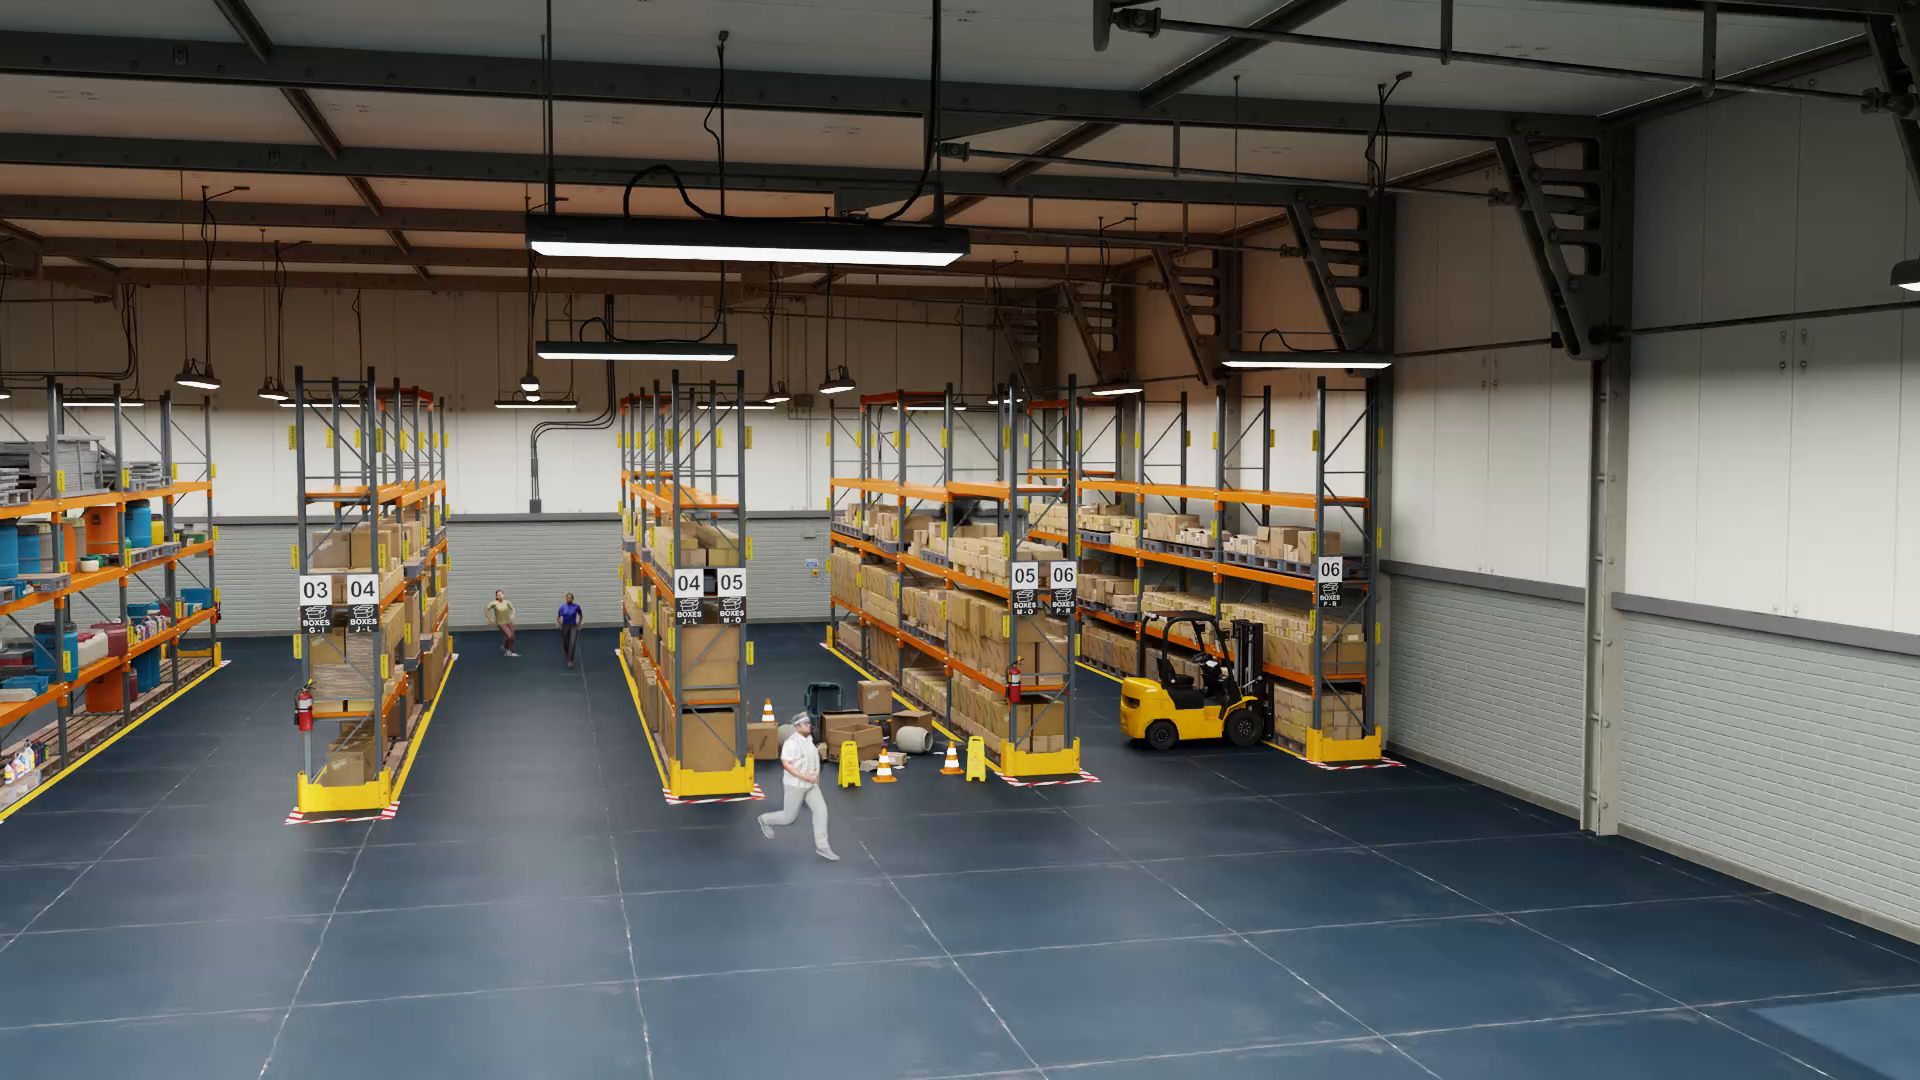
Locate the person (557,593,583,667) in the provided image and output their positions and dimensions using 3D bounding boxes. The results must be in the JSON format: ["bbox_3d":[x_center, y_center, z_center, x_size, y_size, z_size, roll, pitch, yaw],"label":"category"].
[{"bbox_3d":[-8.710,1.988,37.165,0.565,1.628,0.760,-1,3,-11],"label":"person"}]

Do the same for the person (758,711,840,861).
[{"bbox_3d":[-1.947,2.949,20.043,1.097,1.790,0.634,2,4,32],"label":"person"}]

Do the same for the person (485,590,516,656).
[{"bbox_3d":[-10.534,1.930,38.358,0.612,1.576,0.722,3,5,43],"label":"person"}]
